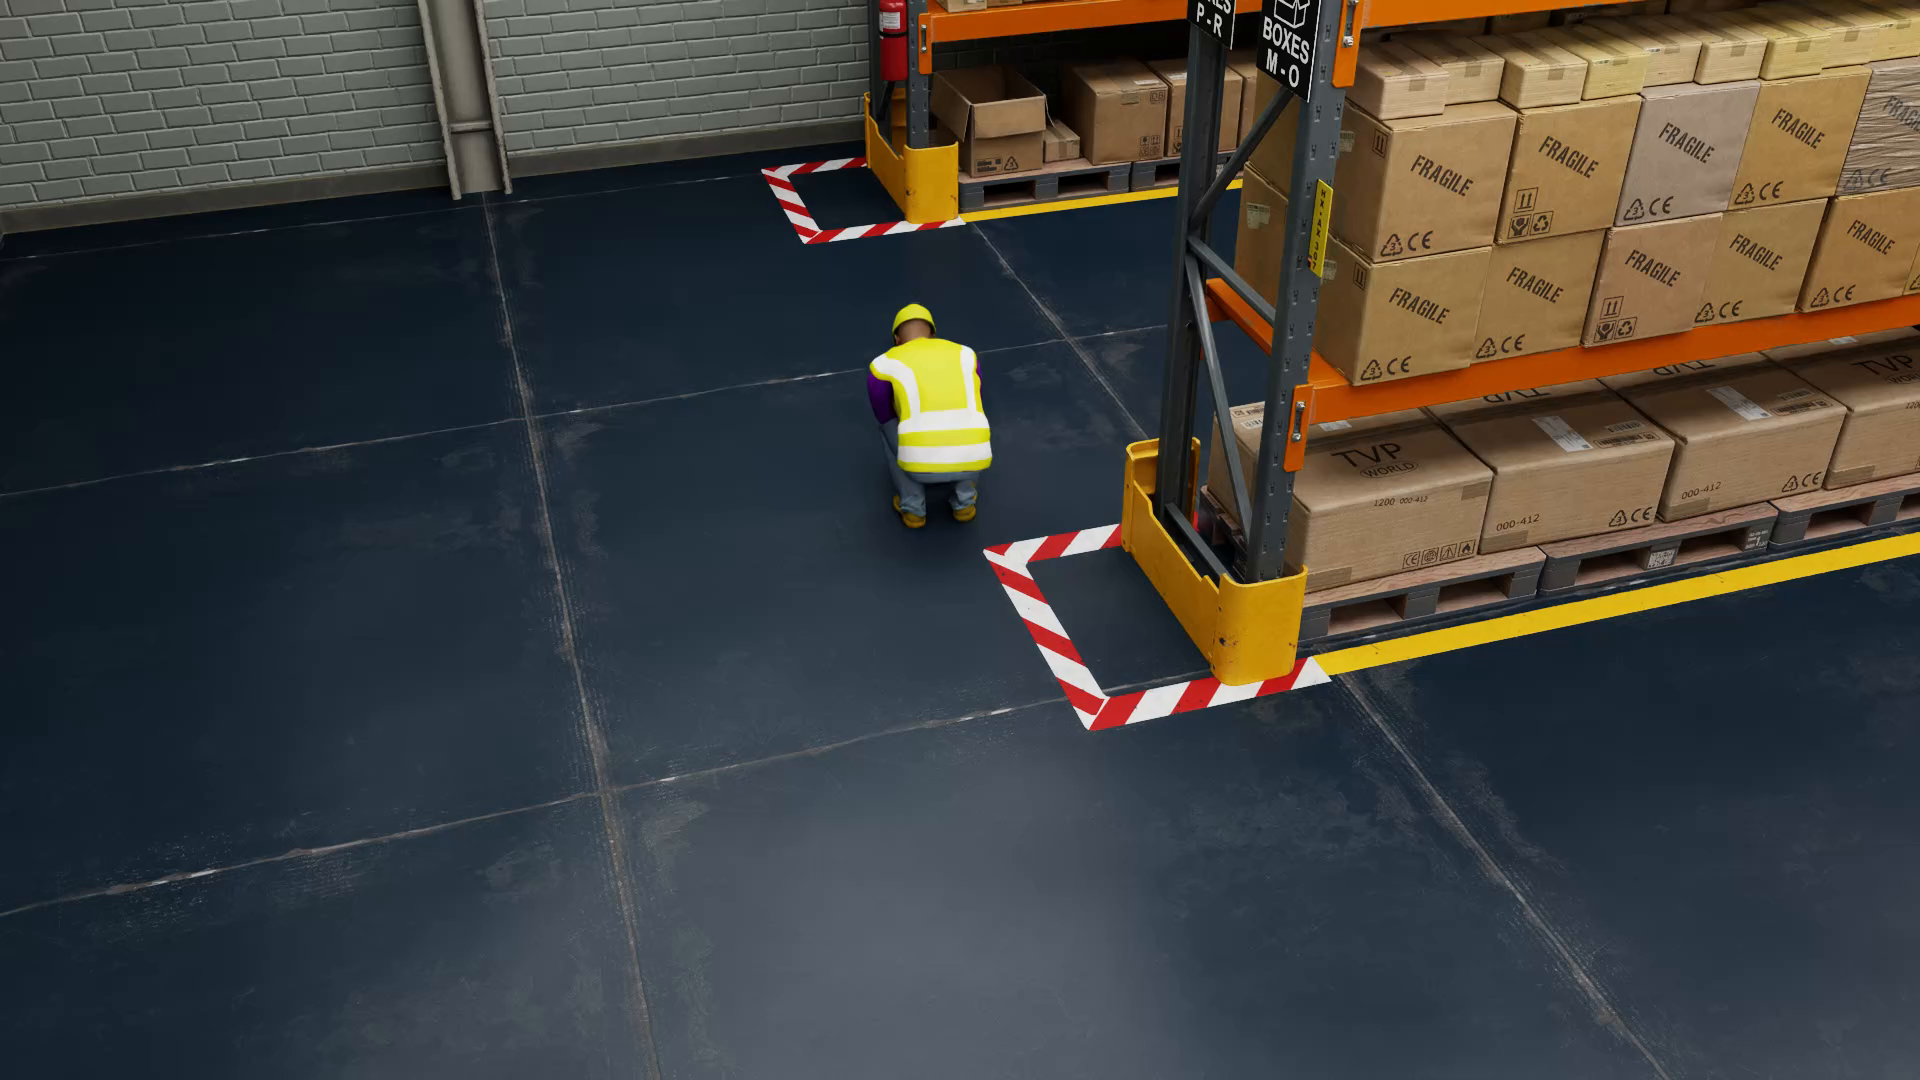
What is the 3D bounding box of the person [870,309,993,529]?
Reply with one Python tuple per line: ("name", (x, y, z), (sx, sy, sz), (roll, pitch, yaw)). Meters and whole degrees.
("person", (-0.147, -0.542, 7.825), (0.530, 0.822, 0.955), (-4, 34, -6))
